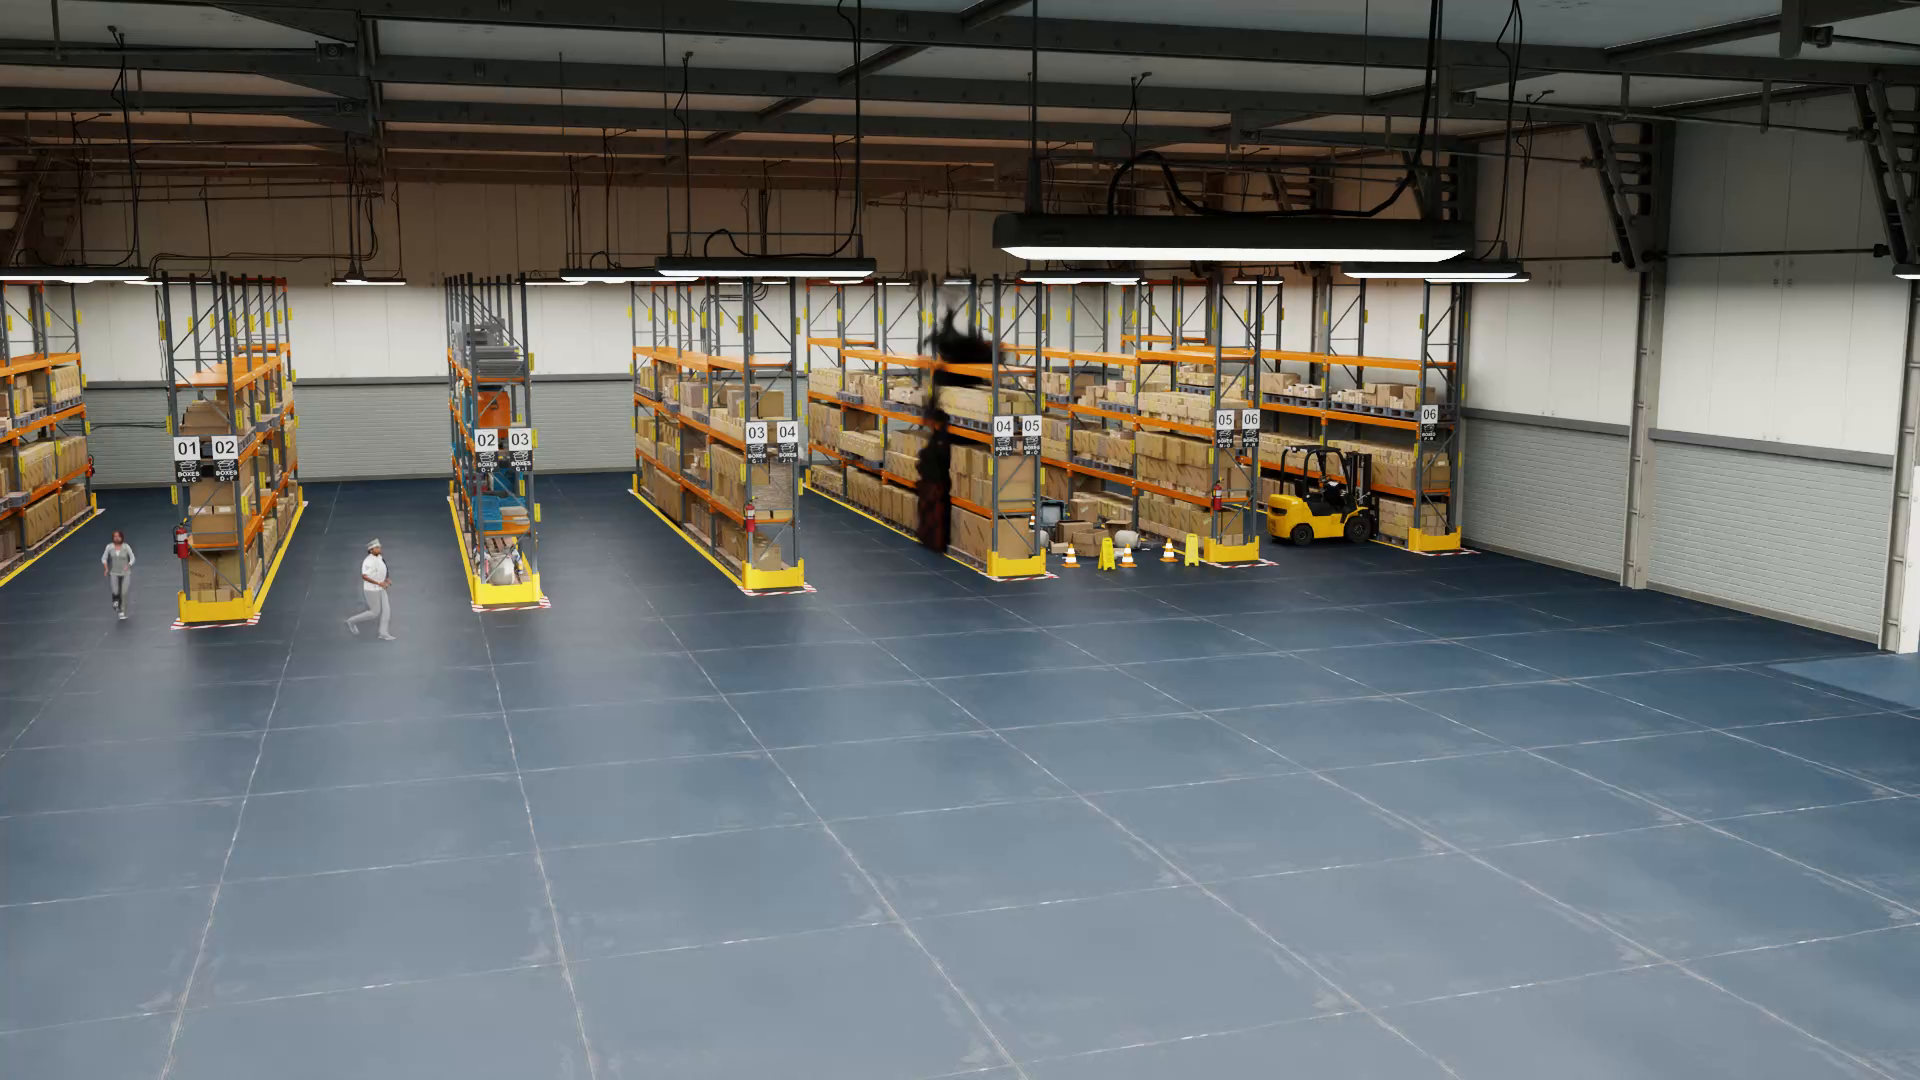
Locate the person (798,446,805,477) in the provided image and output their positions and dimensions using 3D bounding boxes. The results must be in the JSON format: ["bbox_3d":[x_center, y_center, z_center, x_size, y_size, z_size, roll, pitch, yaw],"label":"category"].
[{"bbox_3d":[-4.524,-1.911,44.924,0.676,1.784,0.739,-2,9,-16],"label":"person"}]

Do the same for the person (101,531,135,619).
[{"bbox_3d":[-14.651,0.607,28.980,0.525,1.552,0.533,-4,10,-25],"label":"person"}]

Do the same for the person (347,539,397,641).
[{"bbox_3d":[-9.640,0.813,27.267,0.756,1.695,0.586,1,9,7],"label":"person"}]

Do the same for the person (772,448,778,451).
[{"bbox_3d":[-5.032,-2.019,46.276,0.647,1.572,0.916,-2,9,-14],"label":"person"}]
